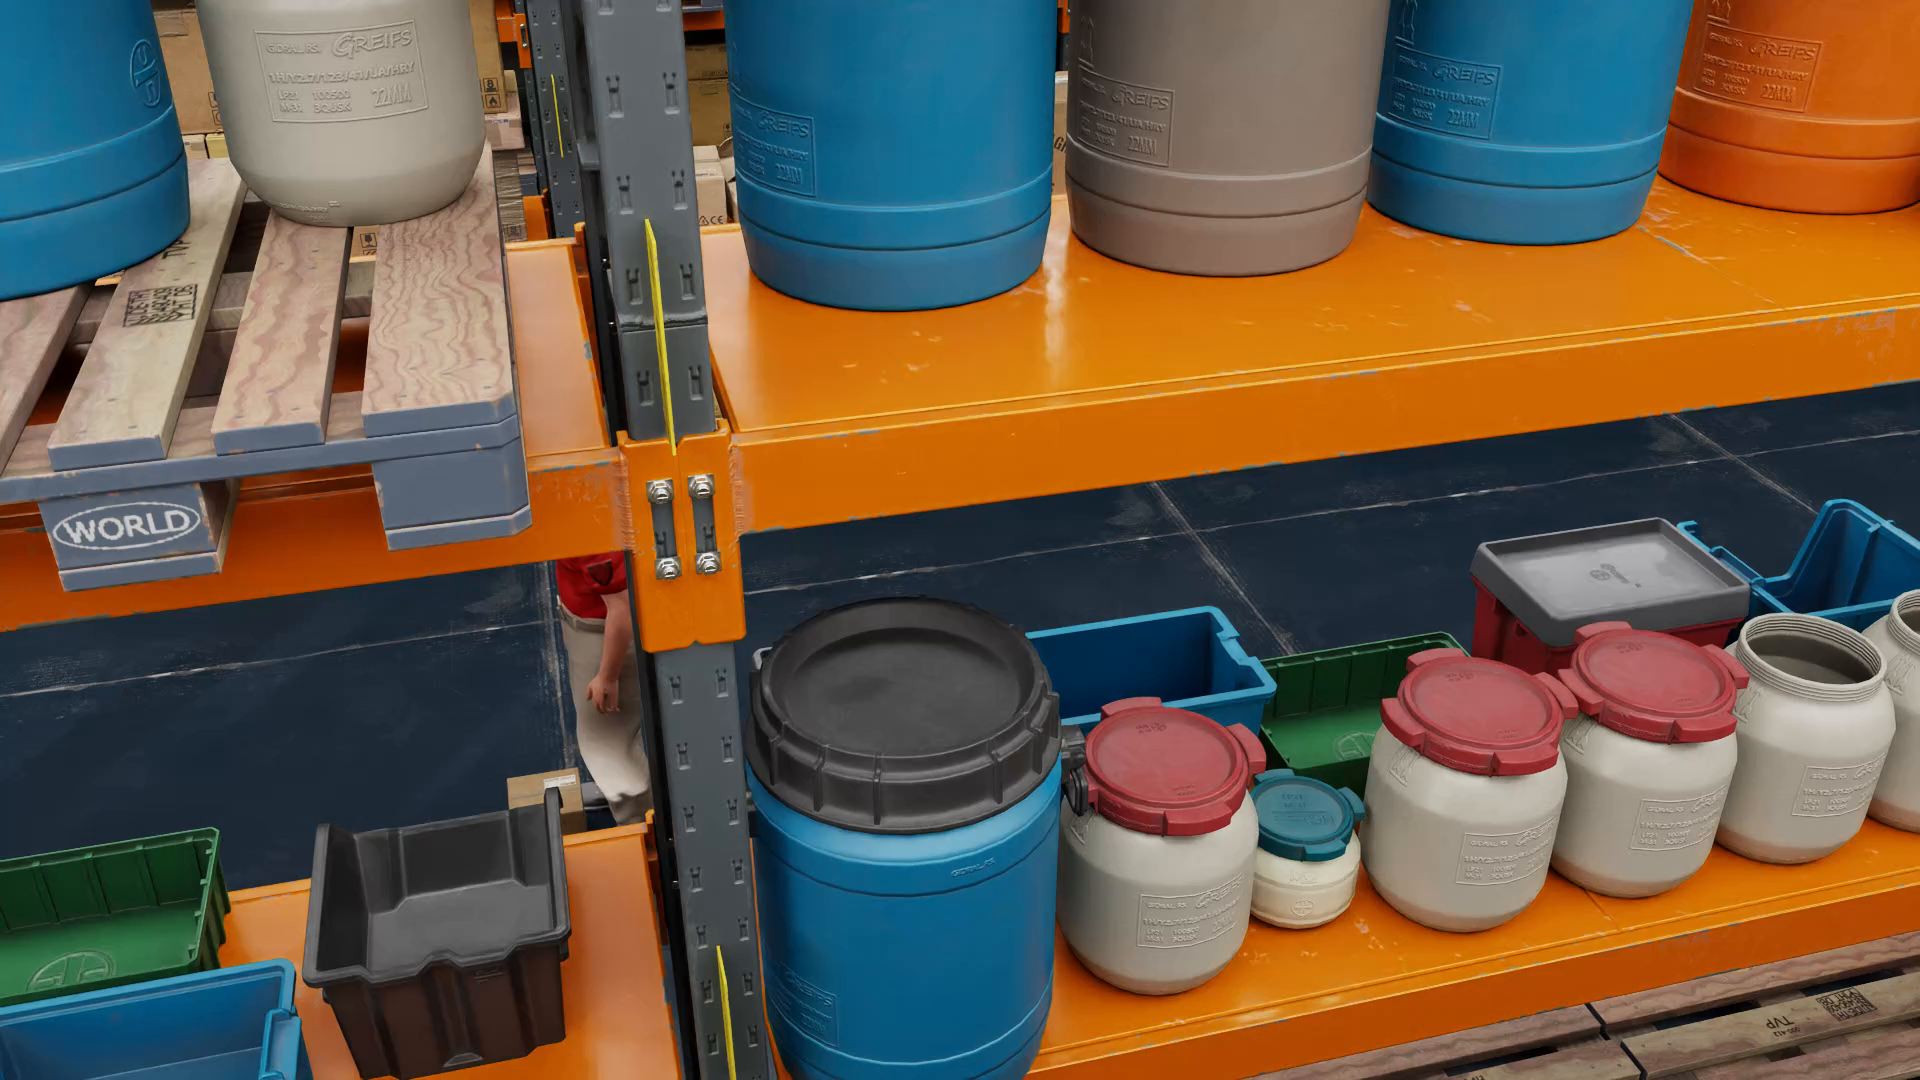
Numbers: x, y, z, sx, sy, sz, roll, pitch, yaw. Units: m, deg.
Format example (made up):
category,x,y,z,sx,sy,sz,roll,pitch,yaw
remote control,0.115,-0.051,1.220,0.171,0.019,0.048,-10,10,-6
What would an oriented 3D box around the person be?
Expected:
category,x,y,z,sx,sy,sz,roll,pitch,yaw
person,-1.211,0.323,5.584,0.383,1.727,0.599,-9,31,-15
